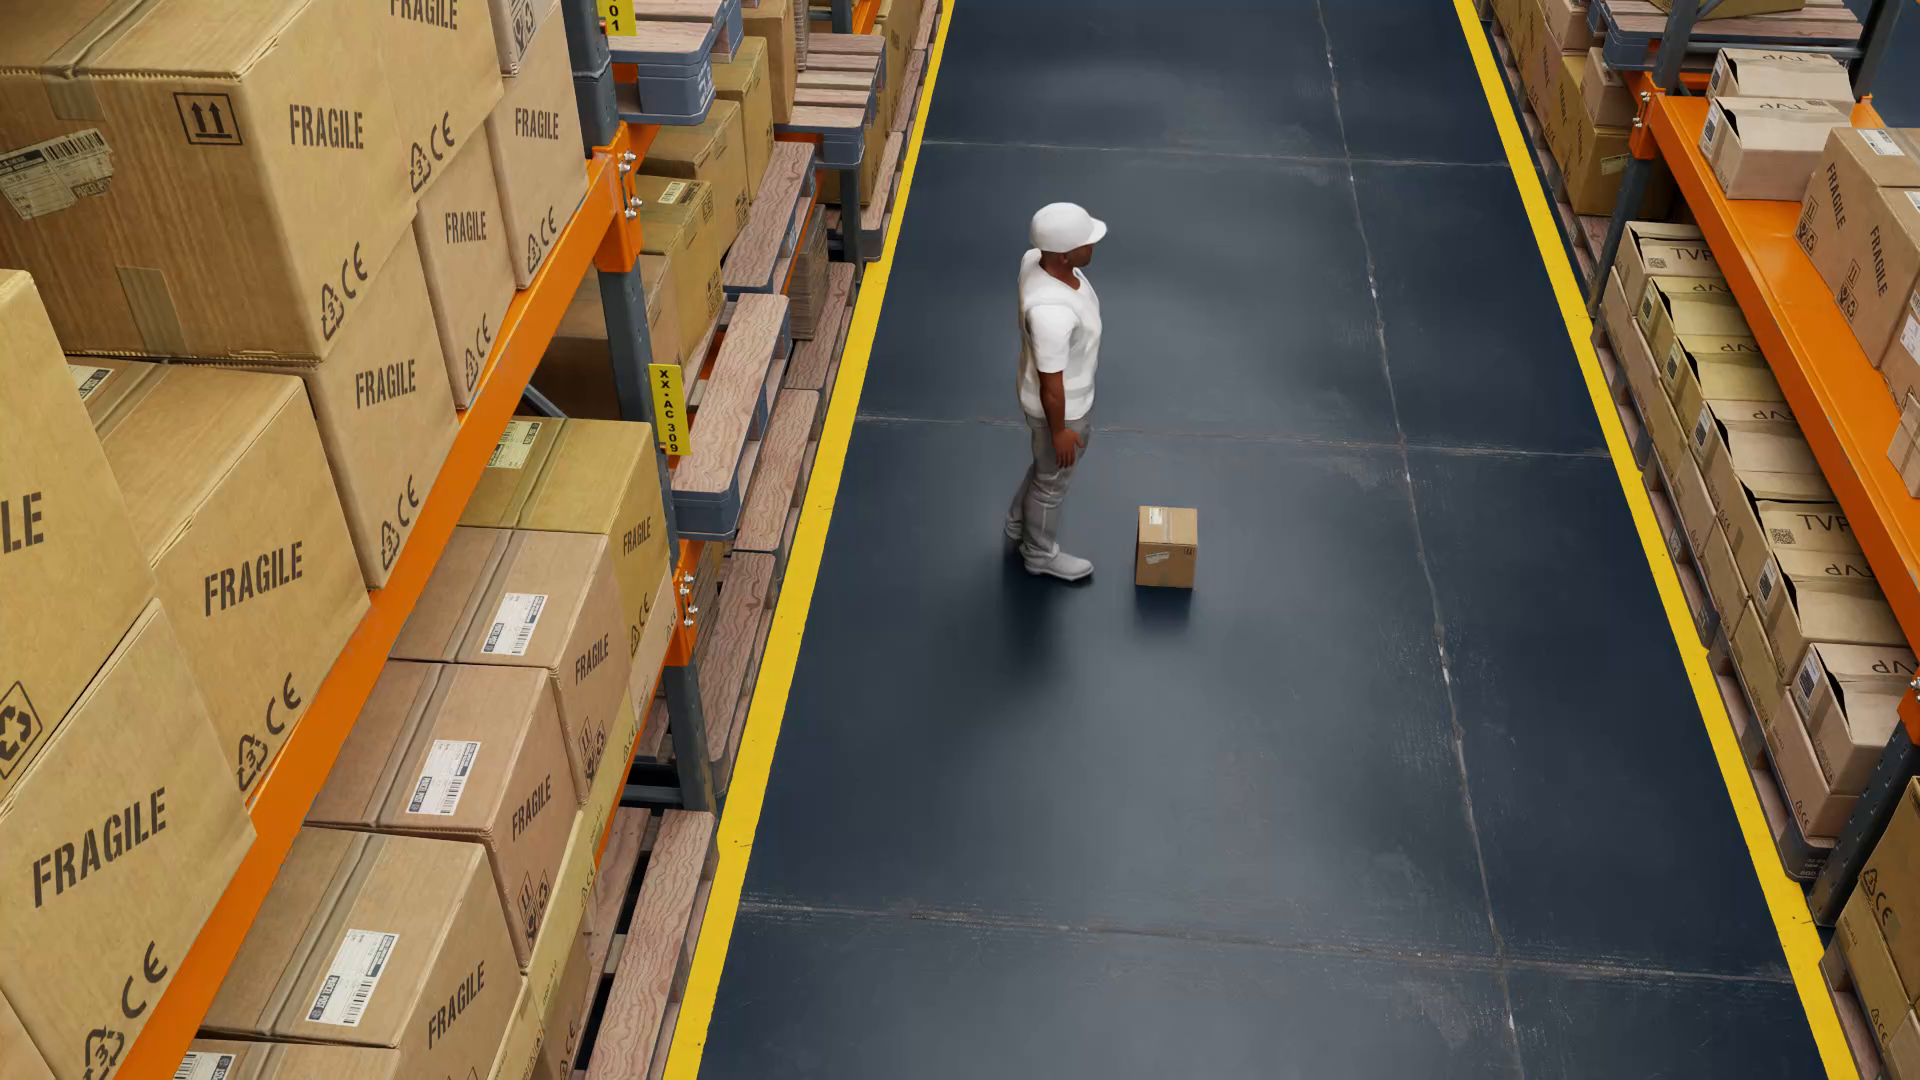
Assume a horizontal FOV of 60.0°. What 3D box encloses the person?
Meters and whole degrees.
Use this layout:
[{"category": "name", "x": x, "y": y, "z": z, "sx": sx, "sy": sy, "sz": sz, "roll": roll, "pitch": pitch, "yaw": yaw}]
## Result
[{"category": "person", "x": 0.390, "y": -0.599, "z": 6.830, "sx": 0.393, "sy": 1.766, "sz": 0.583, "roll": 0, "pitch": 40, "yaw": 0}]
